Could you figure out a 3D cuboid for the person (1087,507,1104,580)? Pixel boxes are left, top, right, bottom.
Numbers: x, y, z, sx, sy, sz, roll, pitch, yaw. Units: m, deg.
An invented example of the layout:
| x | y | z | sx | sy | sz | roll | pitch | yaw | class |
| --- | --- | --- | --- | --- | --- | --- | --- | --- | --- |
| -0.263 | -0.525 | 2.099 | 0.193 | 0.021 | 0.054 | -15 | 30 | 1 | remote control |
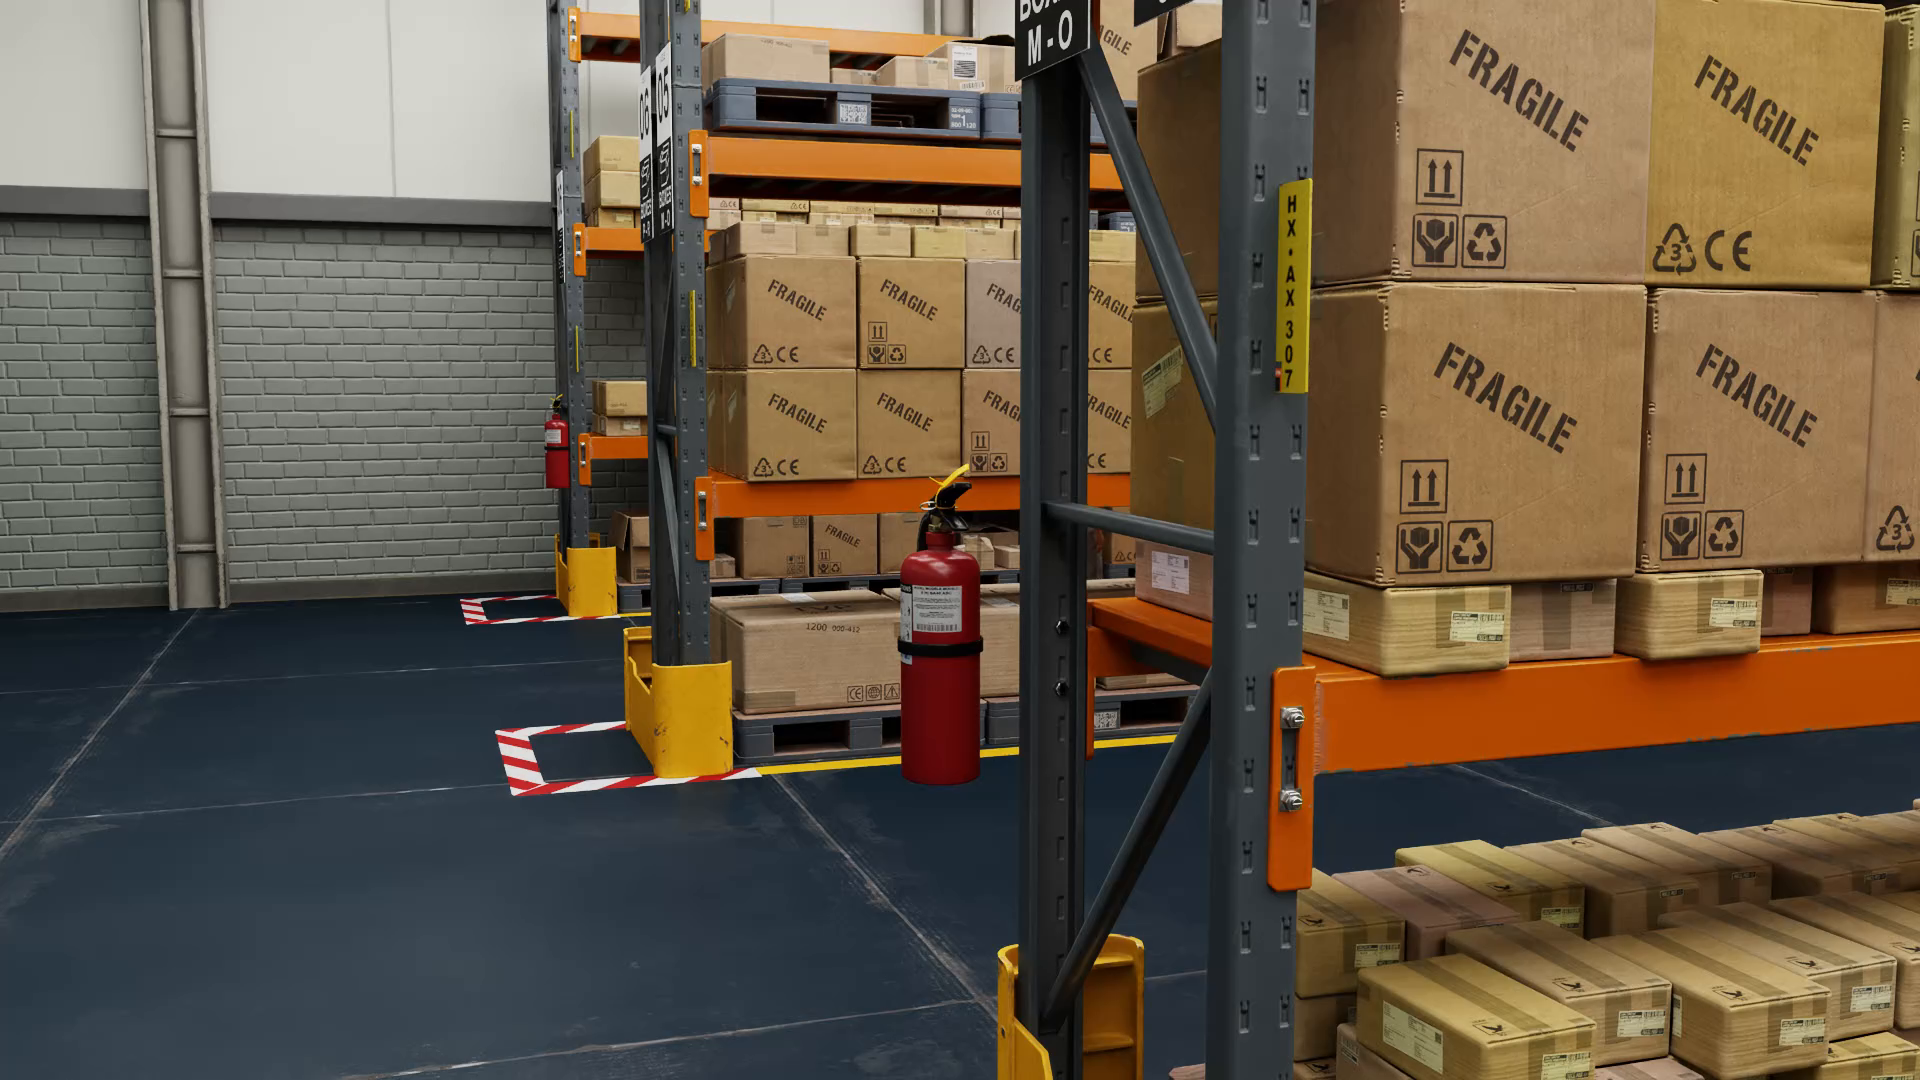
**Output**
| x | y | z | sx | sy | sz | roll | pitch | yaw | class |
| --- | --- | --- | --- | --- | --- | --- | --- | --- | --- |
| 0.741 | -0.041 | 10.179 | 0.347 | 1.590 | 0.473 | -2 | 6 | -20 | person |
